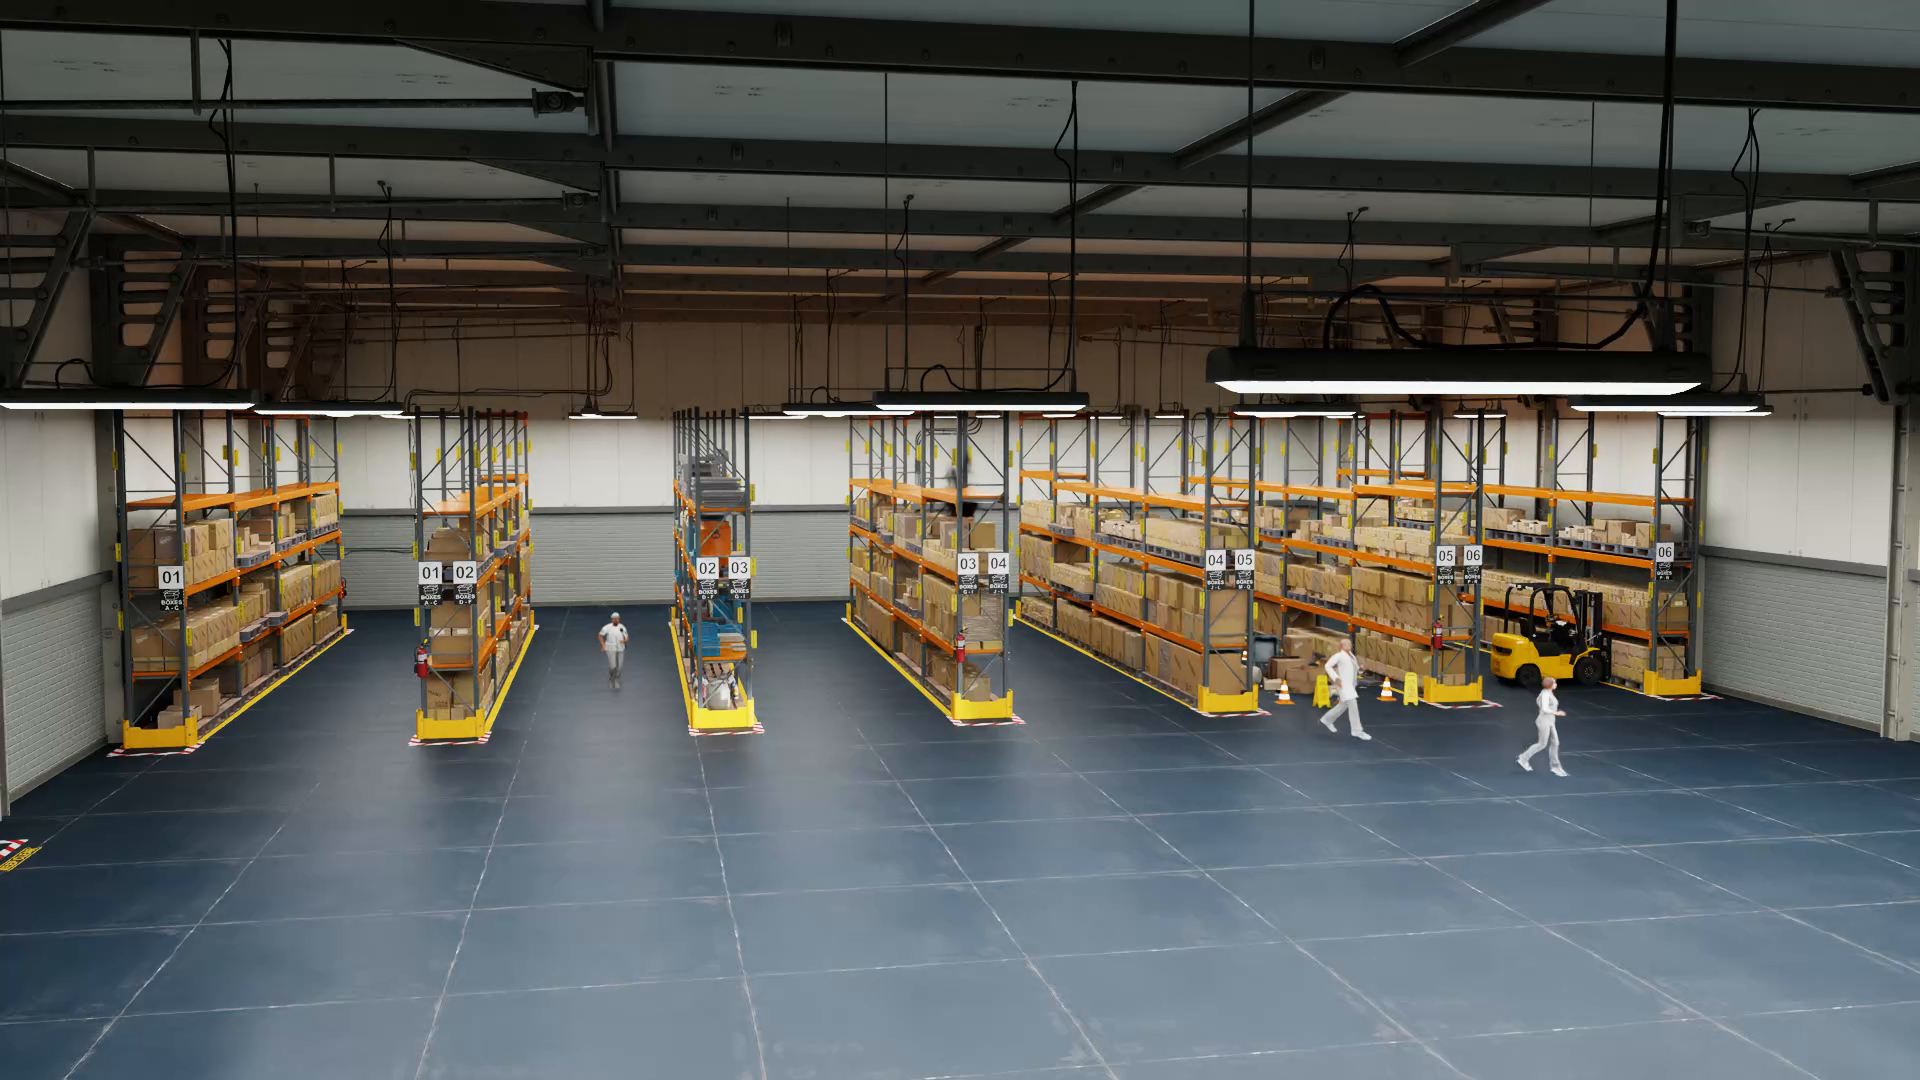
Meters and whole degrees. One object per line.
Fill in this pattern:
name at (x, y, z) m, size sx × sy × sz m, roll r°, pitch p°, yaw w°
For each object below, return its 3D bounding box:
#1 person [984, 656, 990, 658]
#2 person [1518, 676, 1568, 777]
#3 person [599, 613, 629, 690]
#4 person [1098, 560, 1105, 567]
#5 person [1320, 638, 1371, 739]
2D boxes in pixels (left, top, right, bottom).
person at (0.625, 1.926, 40.591) m, size 0.694 × 1.765 × 0.969 m, roll -1°, pitch 4°, yaw -15°
person at (9.467, 3.004, 26.953) m, size 0.776 × 1.624 × 0.562 m, roll 2°, pitch 5°, yaw 27°
person at (-7.348, 2.376, 35.448) m, size 0.582 × 1.644 × 0.643 m, roll -2°, pitch 5°, yaw -28°
person at (4.022, 1.486, 47.497) m, size 0.660 × 1.829 × 0.755 m, roll -1°, pitch 4°, yaw -10°
person at (6.991, 2.663, 30.105) m, size 1.049 × 1.775 × 0.697 m, roll 3°, pitch 5°, yaw 37°
